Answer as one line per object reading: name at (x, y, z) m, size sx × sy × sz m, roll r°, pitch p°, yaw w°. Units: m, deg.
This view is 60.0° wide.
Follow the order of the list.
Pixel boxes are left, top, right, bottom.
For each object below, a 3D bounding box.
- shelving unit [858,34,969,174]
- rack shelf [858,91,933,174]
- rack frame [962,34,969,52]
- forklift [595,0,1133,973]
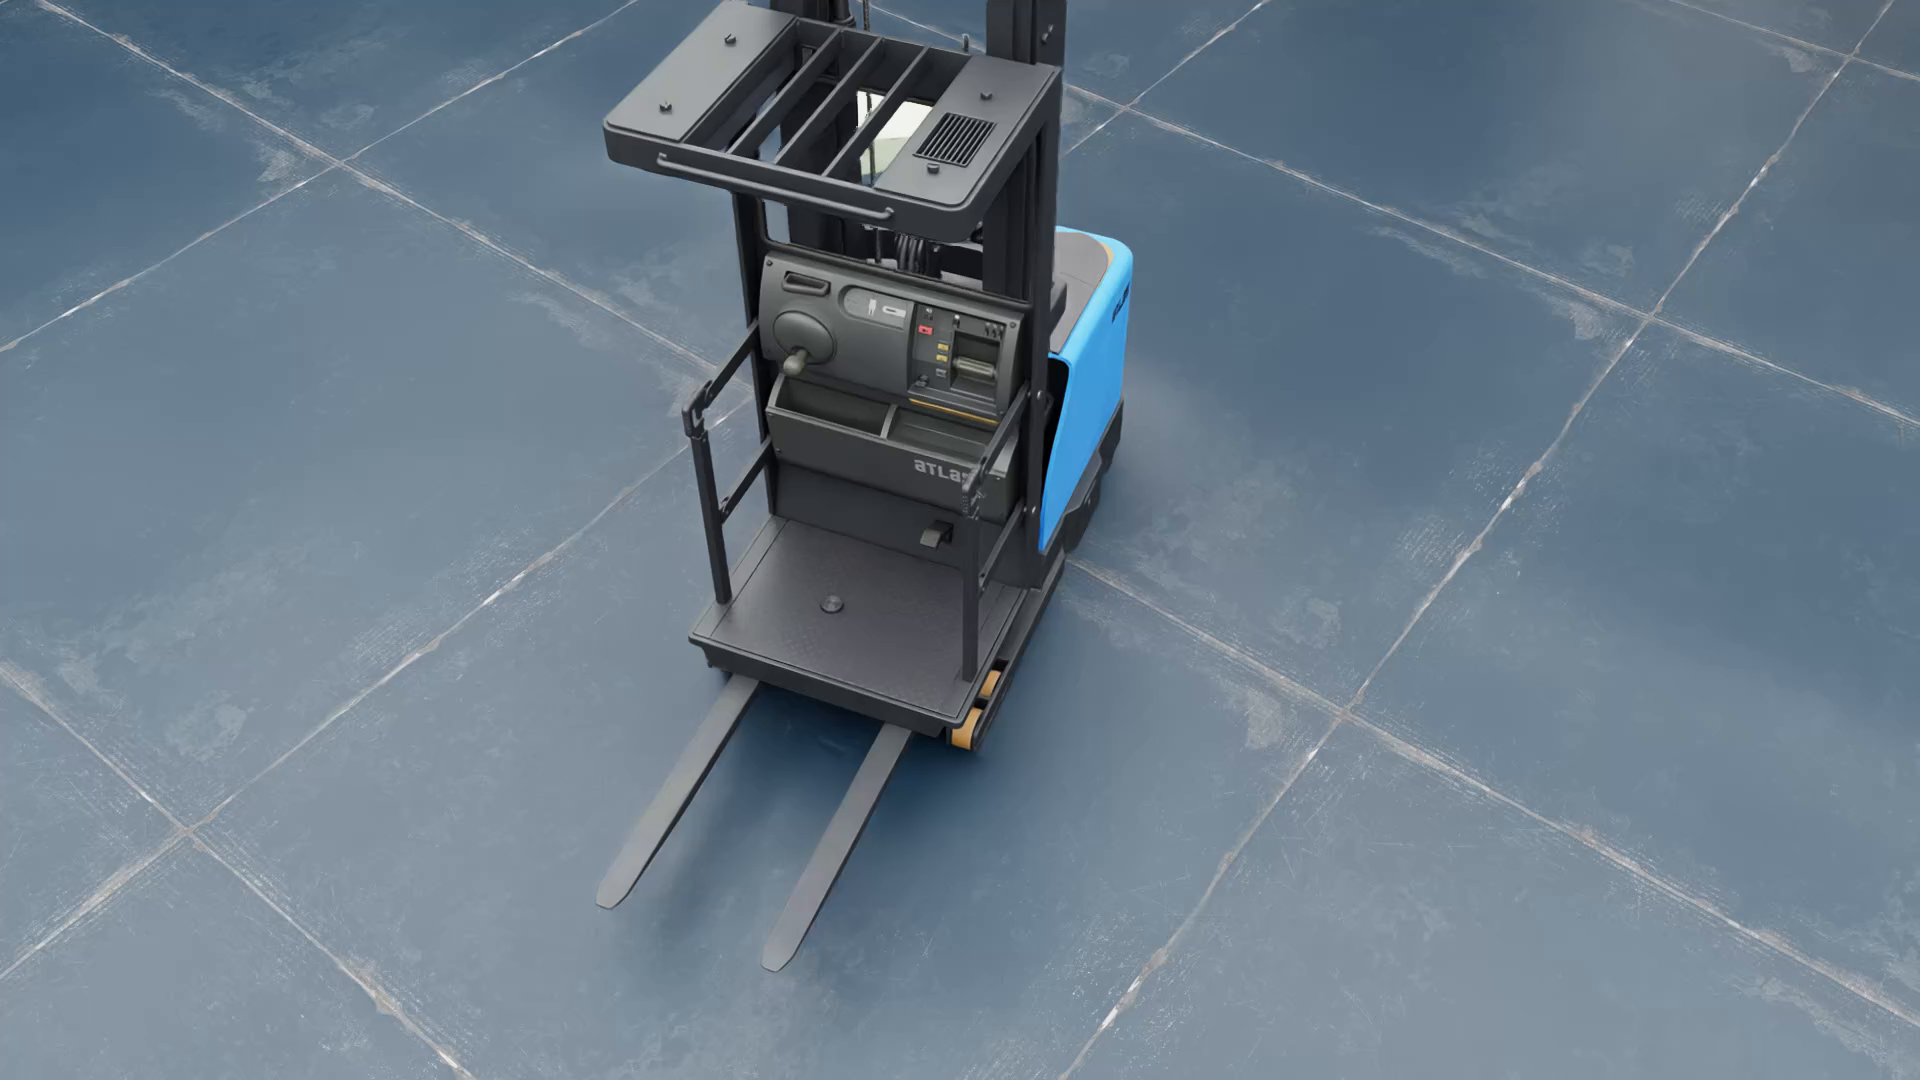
shelving unit at (-0.311, -1.375, 7.191) m, size 0.755 × 1.500 × 0.431 m, roll -6°, pitch 47°, yaw -6°
rack shelf at (-0.311, -1.645, 6.909) m, size 0.720 × 0.370 × 0.431 m, roll -6°, pitch 47°, yaw -6°
rack frame at (0.051, -1.416, 7.230) m, size 0.023 × 1.500 × 0.400 m, roll -6°, pitch 47°, yaw -6°
forklift at (-0.323, -0.587, 5.449) m, size 1.130 × 2.935 × 3.031 m, roll 16°, pitch 48°, yaw 15°
